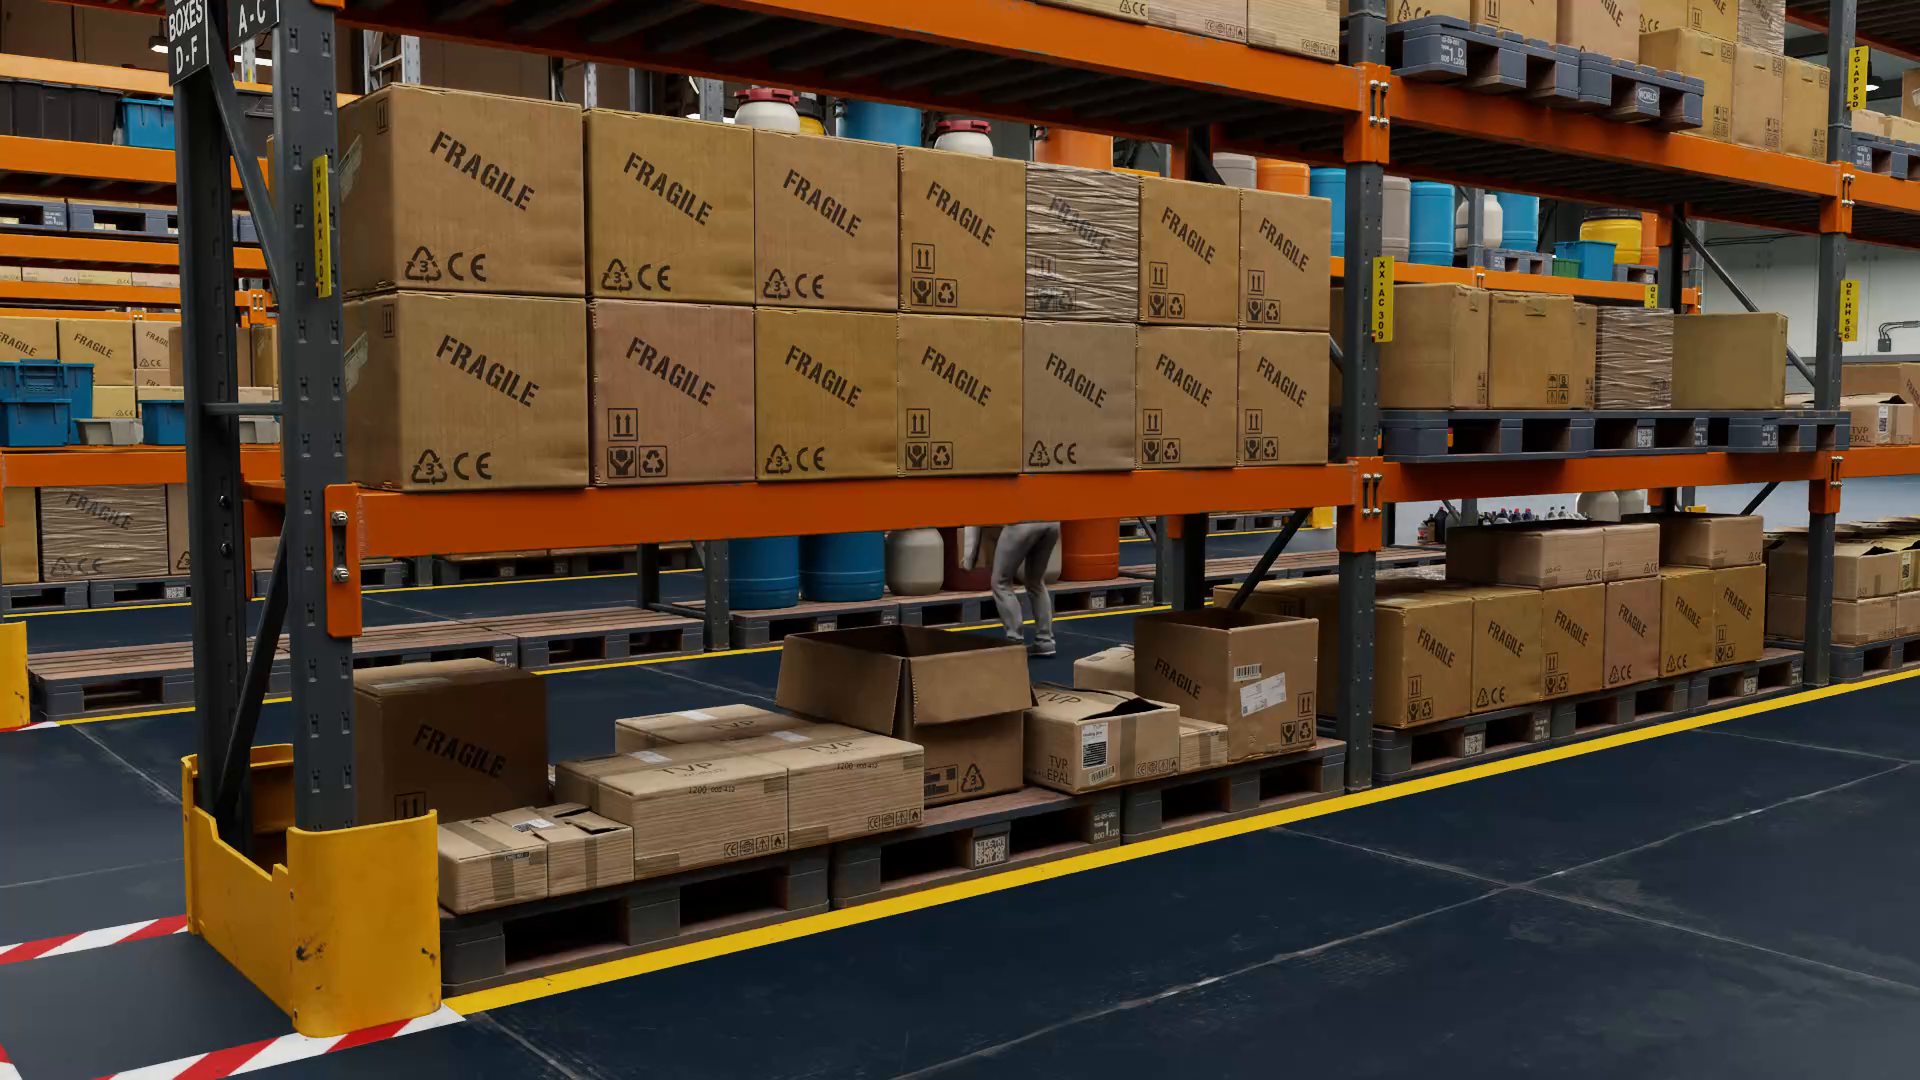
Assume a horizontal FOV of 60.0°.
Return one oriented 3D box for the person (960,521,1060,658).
[{"bbox_3d":[0.267,0.019,10.290,0.415,1.395,0.826,-4,6,-40],"label":"person"}]
